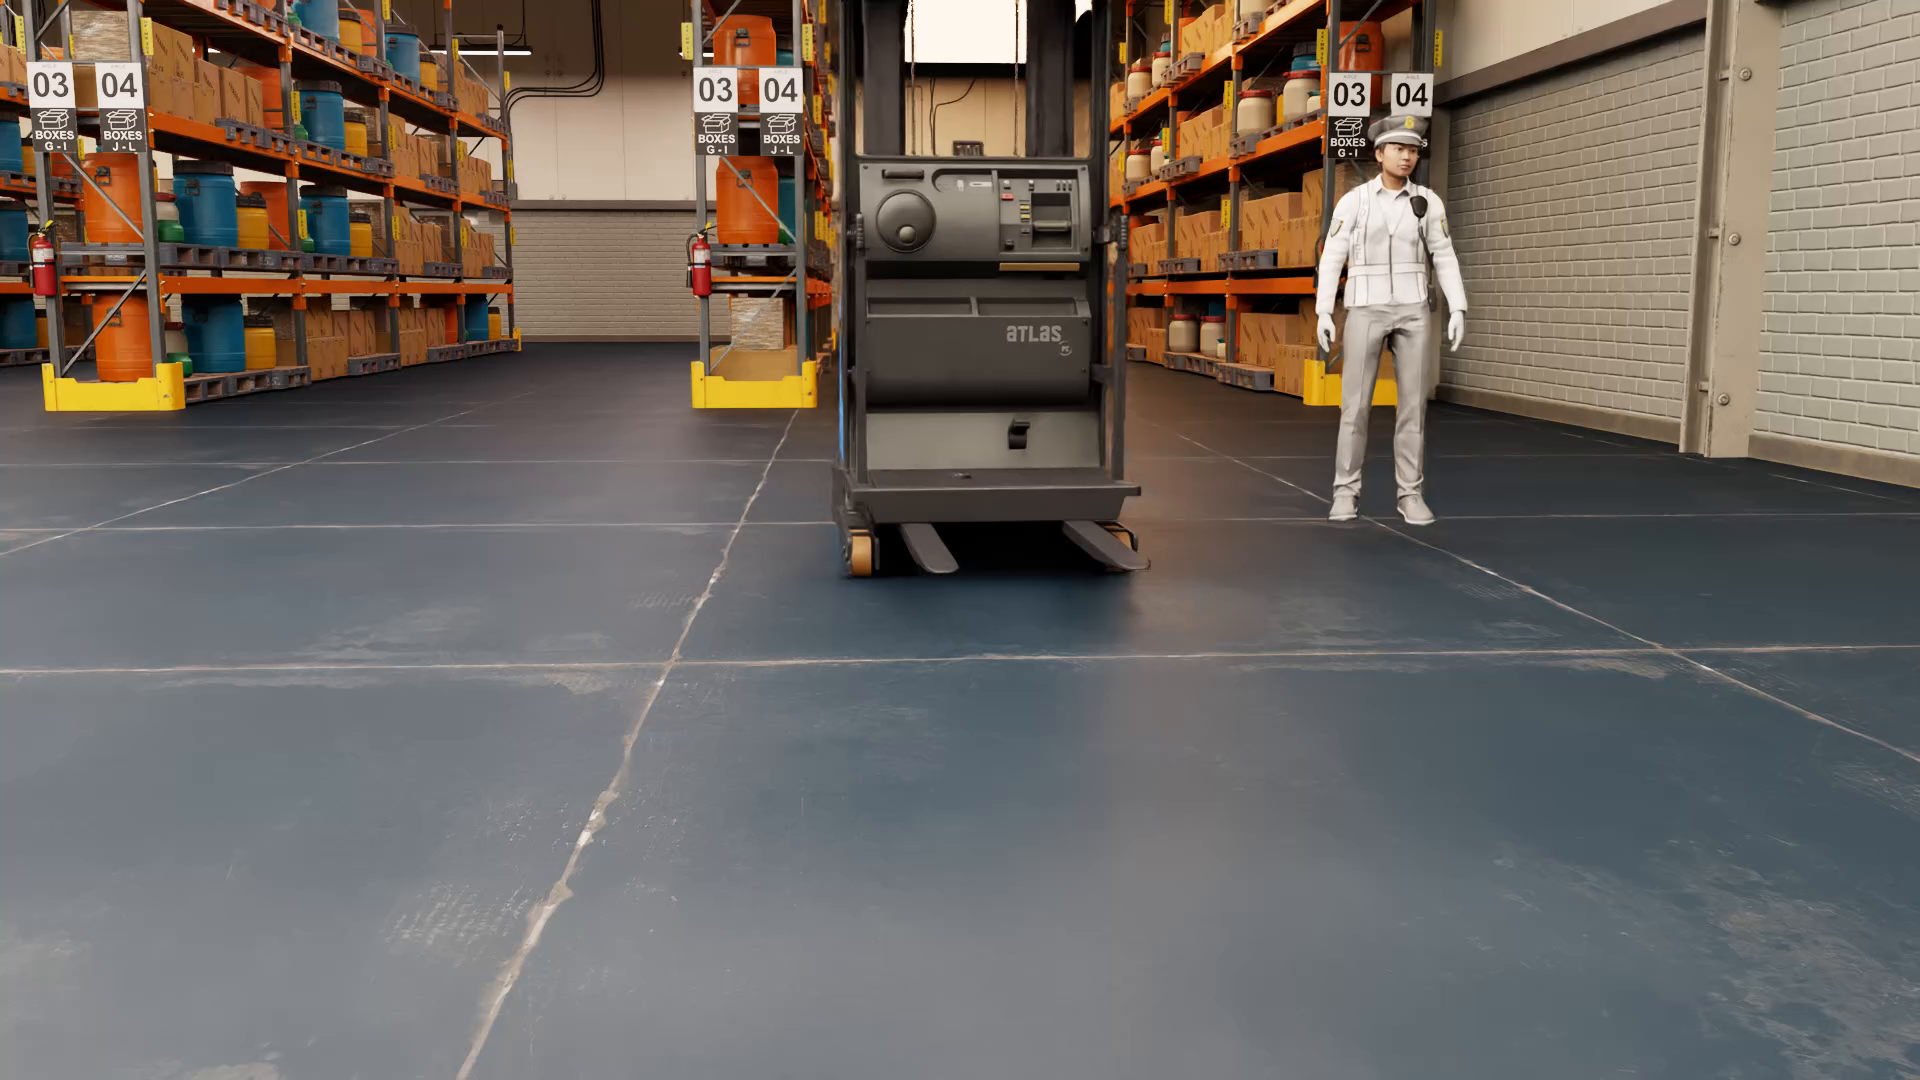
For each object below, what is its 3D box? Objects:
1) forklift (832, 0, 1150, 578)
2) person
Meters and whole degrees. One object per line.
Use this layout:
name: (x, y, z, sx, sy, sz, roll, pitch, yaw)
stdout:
forklift: (0.088, -1.357, 6.468, 1.130, 2.935, 3.031, -1, 8, -6)
person: (1.832, -0.929, 7.060, 0.624, 1.712, 0.407, 1, 8, 5)
